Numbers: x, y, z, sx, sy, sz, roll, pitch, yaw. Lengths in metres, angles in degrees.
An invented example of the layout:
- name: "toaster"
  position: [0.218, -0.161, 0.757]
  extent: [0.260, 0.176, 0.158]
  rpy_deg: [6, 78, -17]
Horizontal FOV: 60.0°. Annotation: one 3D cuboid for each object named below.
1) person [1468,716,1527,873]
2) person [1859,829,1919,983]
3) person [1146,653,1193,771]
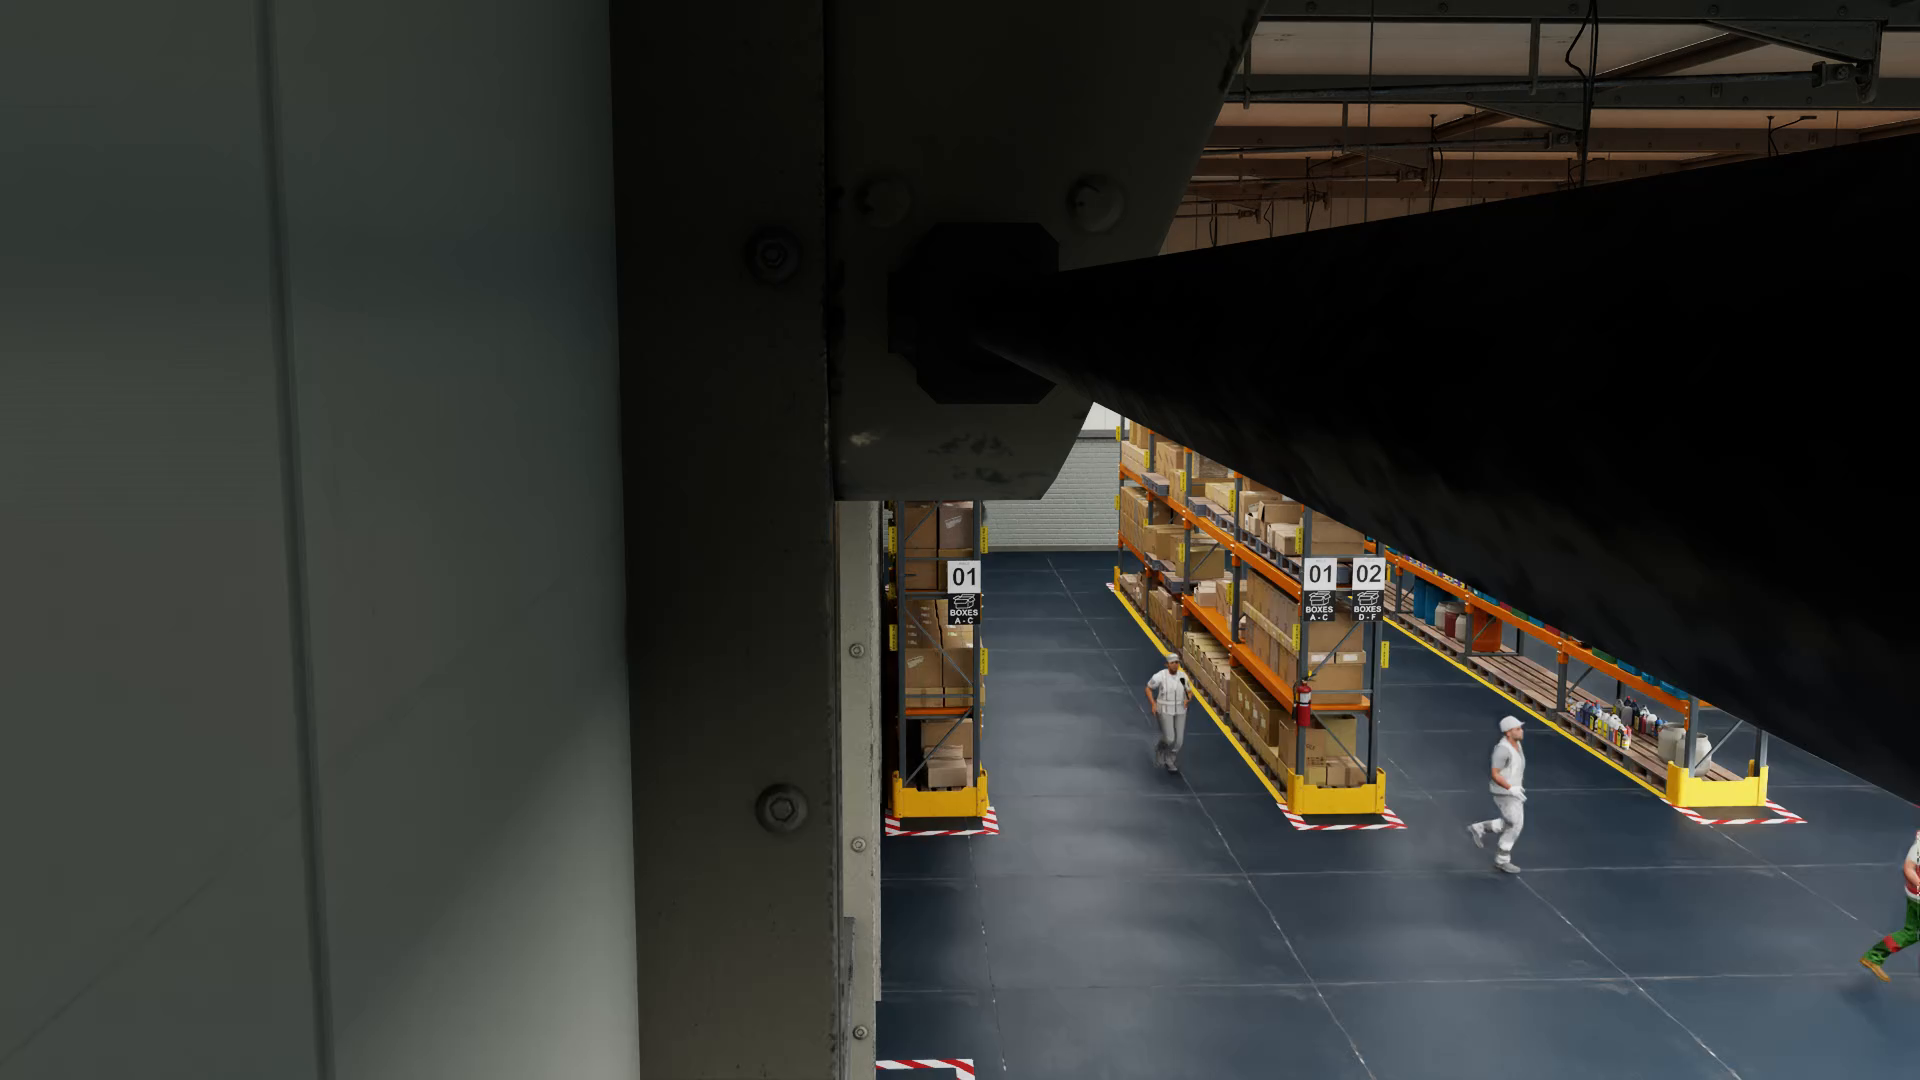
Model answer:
- name: "person"
  position: [6.038, 2.811, 18.588]
  extent: [0.683, 1.761, 0.673]
  rpy_deg: [5, 10, 33]
- name: "person"
  position: [8.749, 3.256, 15.134]
  extent: [0.900, 1.796, 0.641]
  rpy_deg: [4, 9, 24]
- name: "person"
  position: [2.852, 2.332, 22.317]
  extent: [0.606, 1.608, 0.556]
  rpy_deg: [-2, 8, -13]
